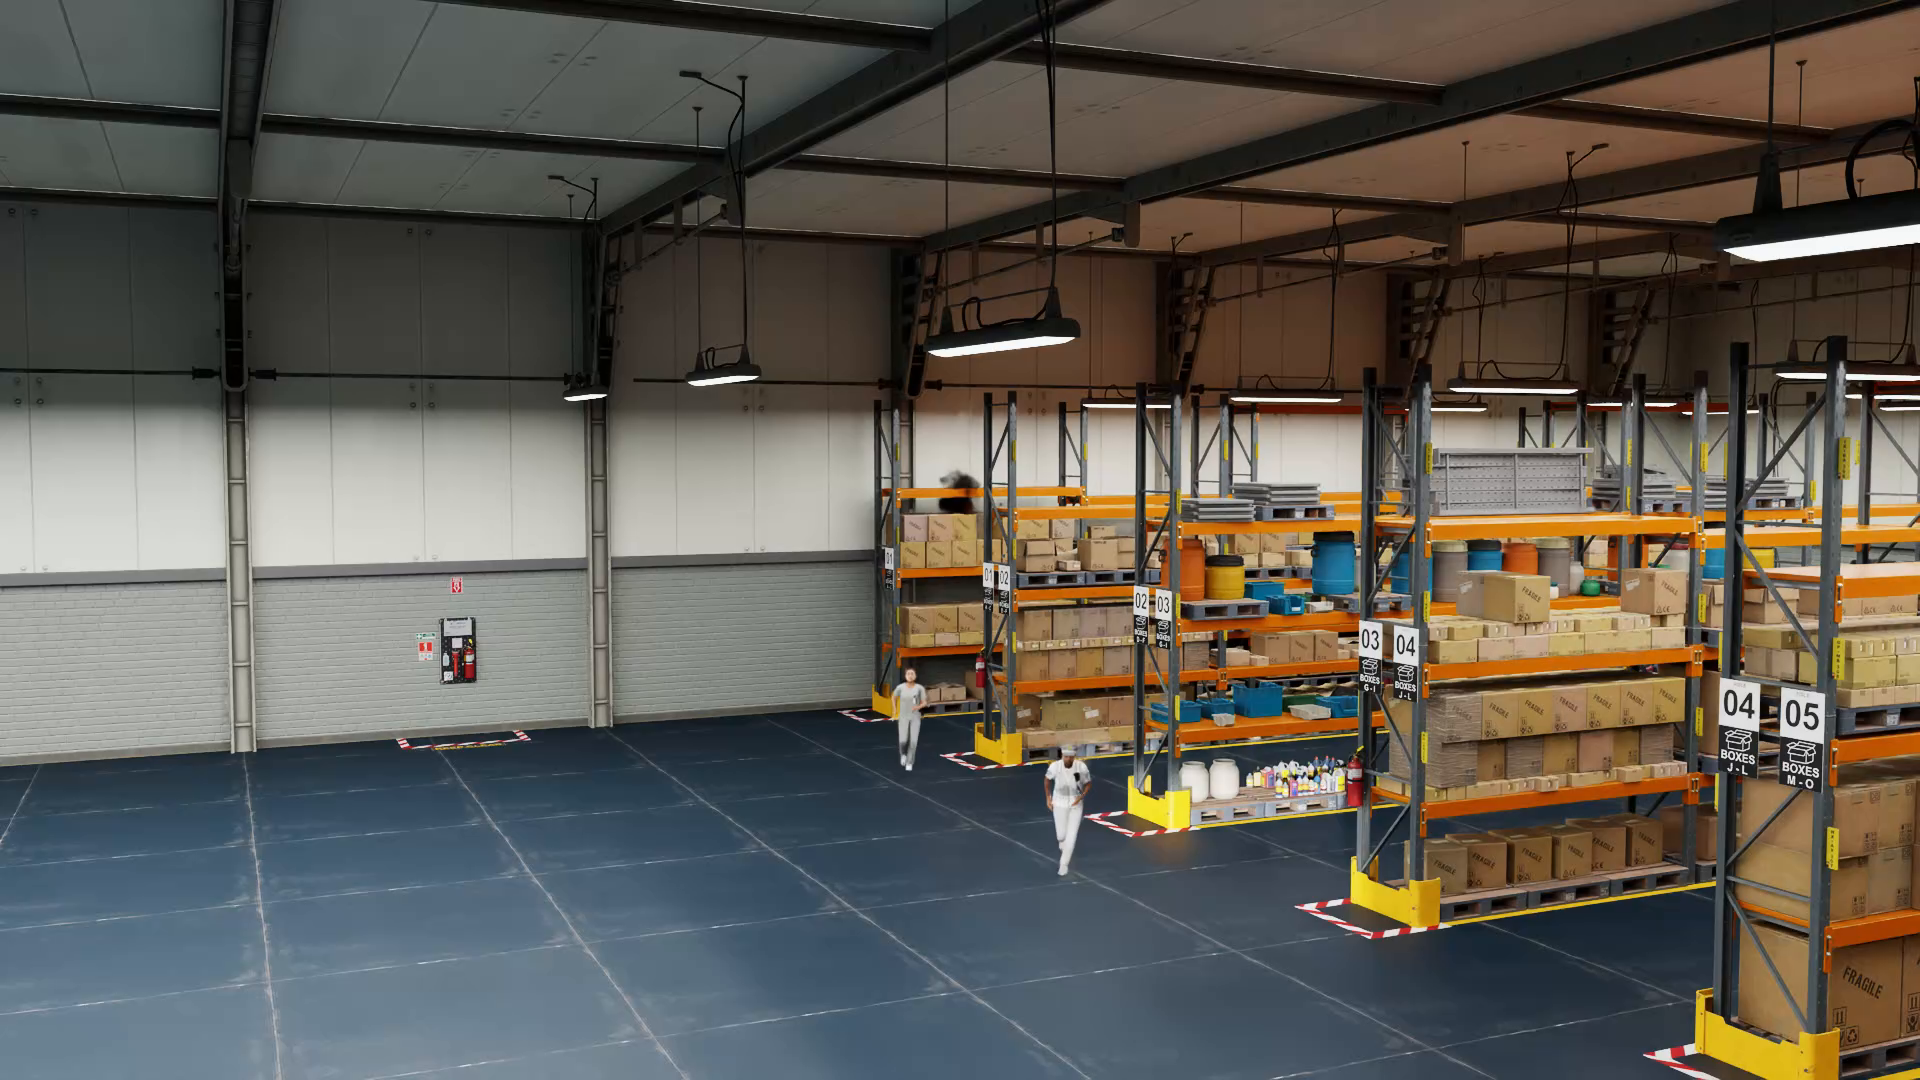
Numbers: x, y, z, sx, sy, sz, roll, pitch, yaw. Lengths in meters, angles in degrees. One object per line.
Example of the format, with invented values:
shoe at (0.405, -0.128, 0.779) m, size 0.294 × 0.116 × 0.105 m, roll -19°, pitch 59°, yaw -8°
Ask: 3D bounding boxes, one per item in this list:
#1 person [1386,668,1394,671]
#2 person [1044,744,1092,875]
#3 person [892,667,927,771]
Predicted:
person at (8.829, 2.411, 33.507) m, size 0.579 × 1.604 × 0.575 m, roll -2°, pitch 4°, yaw -35°
person at (1.303, 3.213, 20.081) m, size 0.567 × 1.621 × 0.735 m, roll 0°, pitch 3°, yaw 0°
person at (-0.796, 2.808, 25.953) m, size 0.553 × 1.621 × 0.555 m, roll 0°, pitch 3°, yaw -1°
